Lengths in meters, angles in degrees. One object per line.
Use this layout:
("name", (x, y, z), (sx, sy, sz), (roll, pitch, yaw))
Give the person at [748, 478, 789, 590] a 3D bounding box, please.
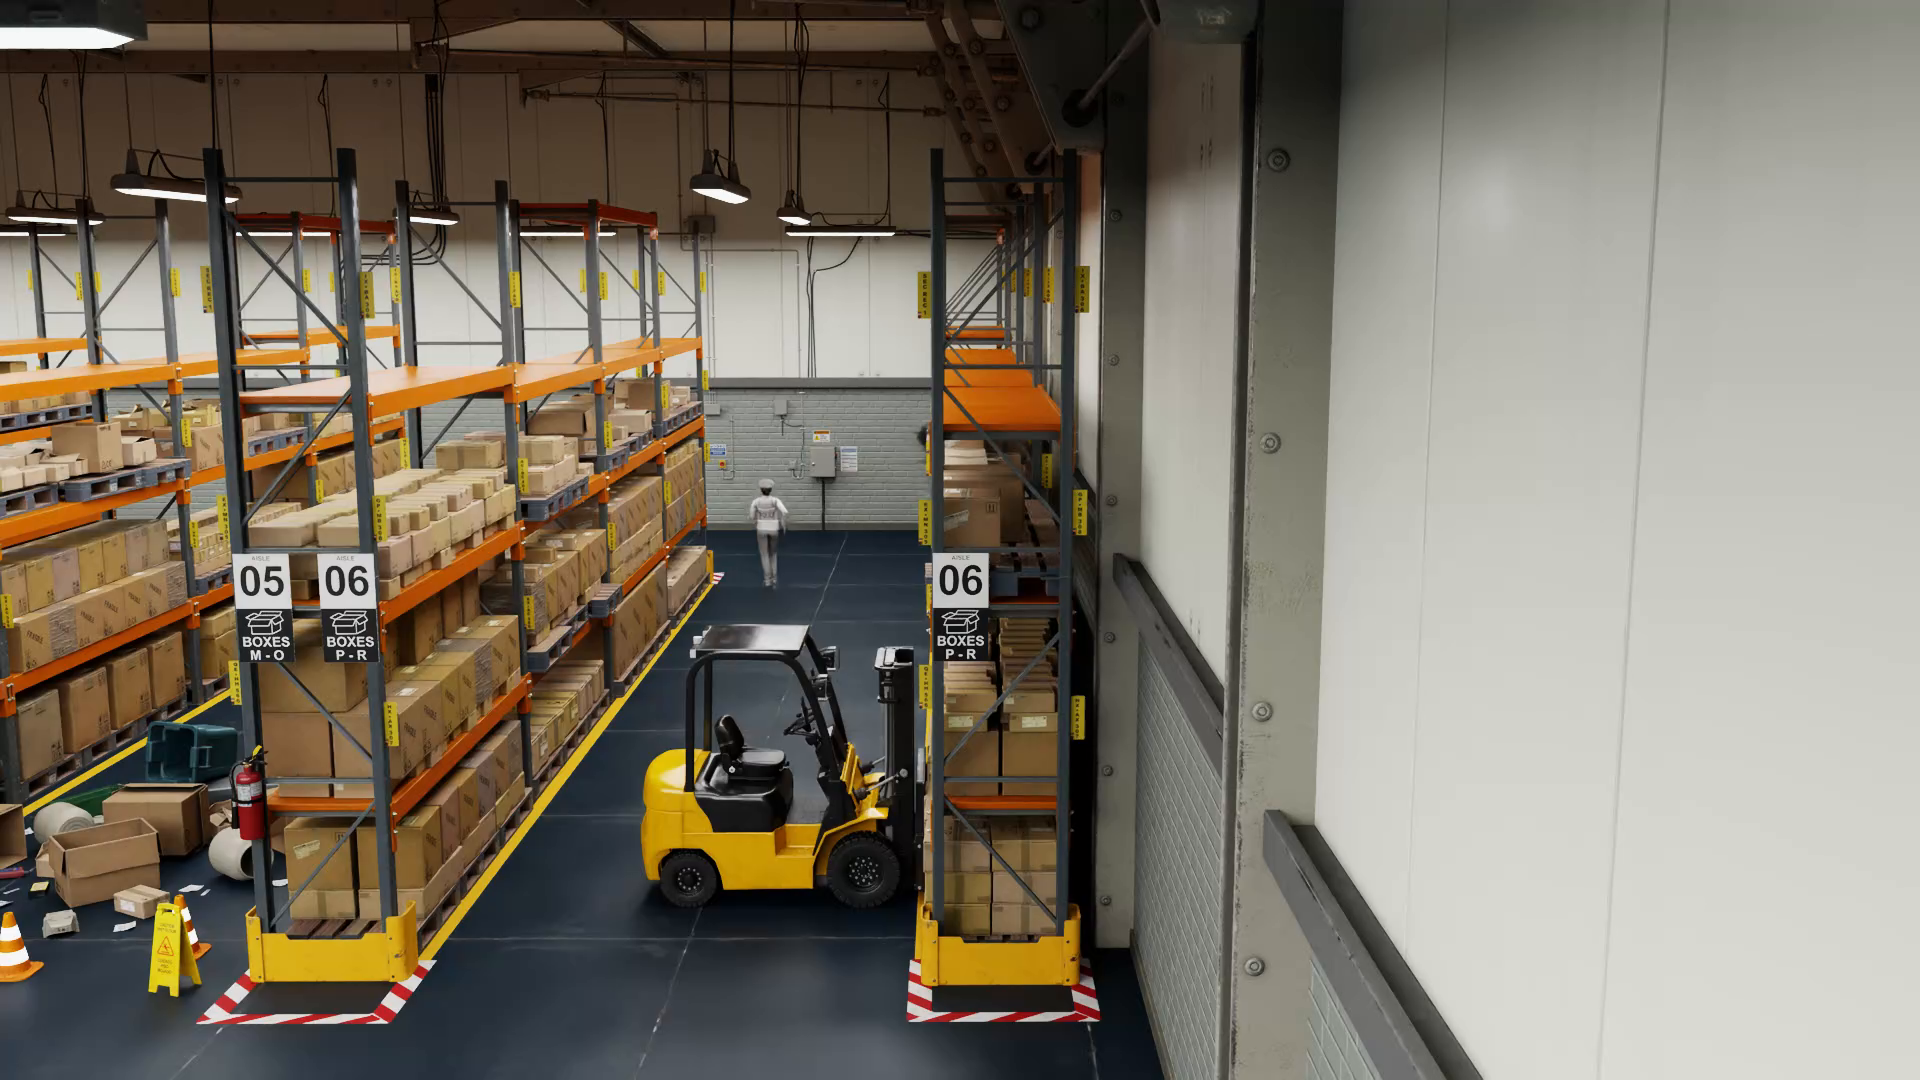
("person", (-2.977, -0.051, 25.748), (0.578, 1.798, 0.715), (-3, 9, -16))
